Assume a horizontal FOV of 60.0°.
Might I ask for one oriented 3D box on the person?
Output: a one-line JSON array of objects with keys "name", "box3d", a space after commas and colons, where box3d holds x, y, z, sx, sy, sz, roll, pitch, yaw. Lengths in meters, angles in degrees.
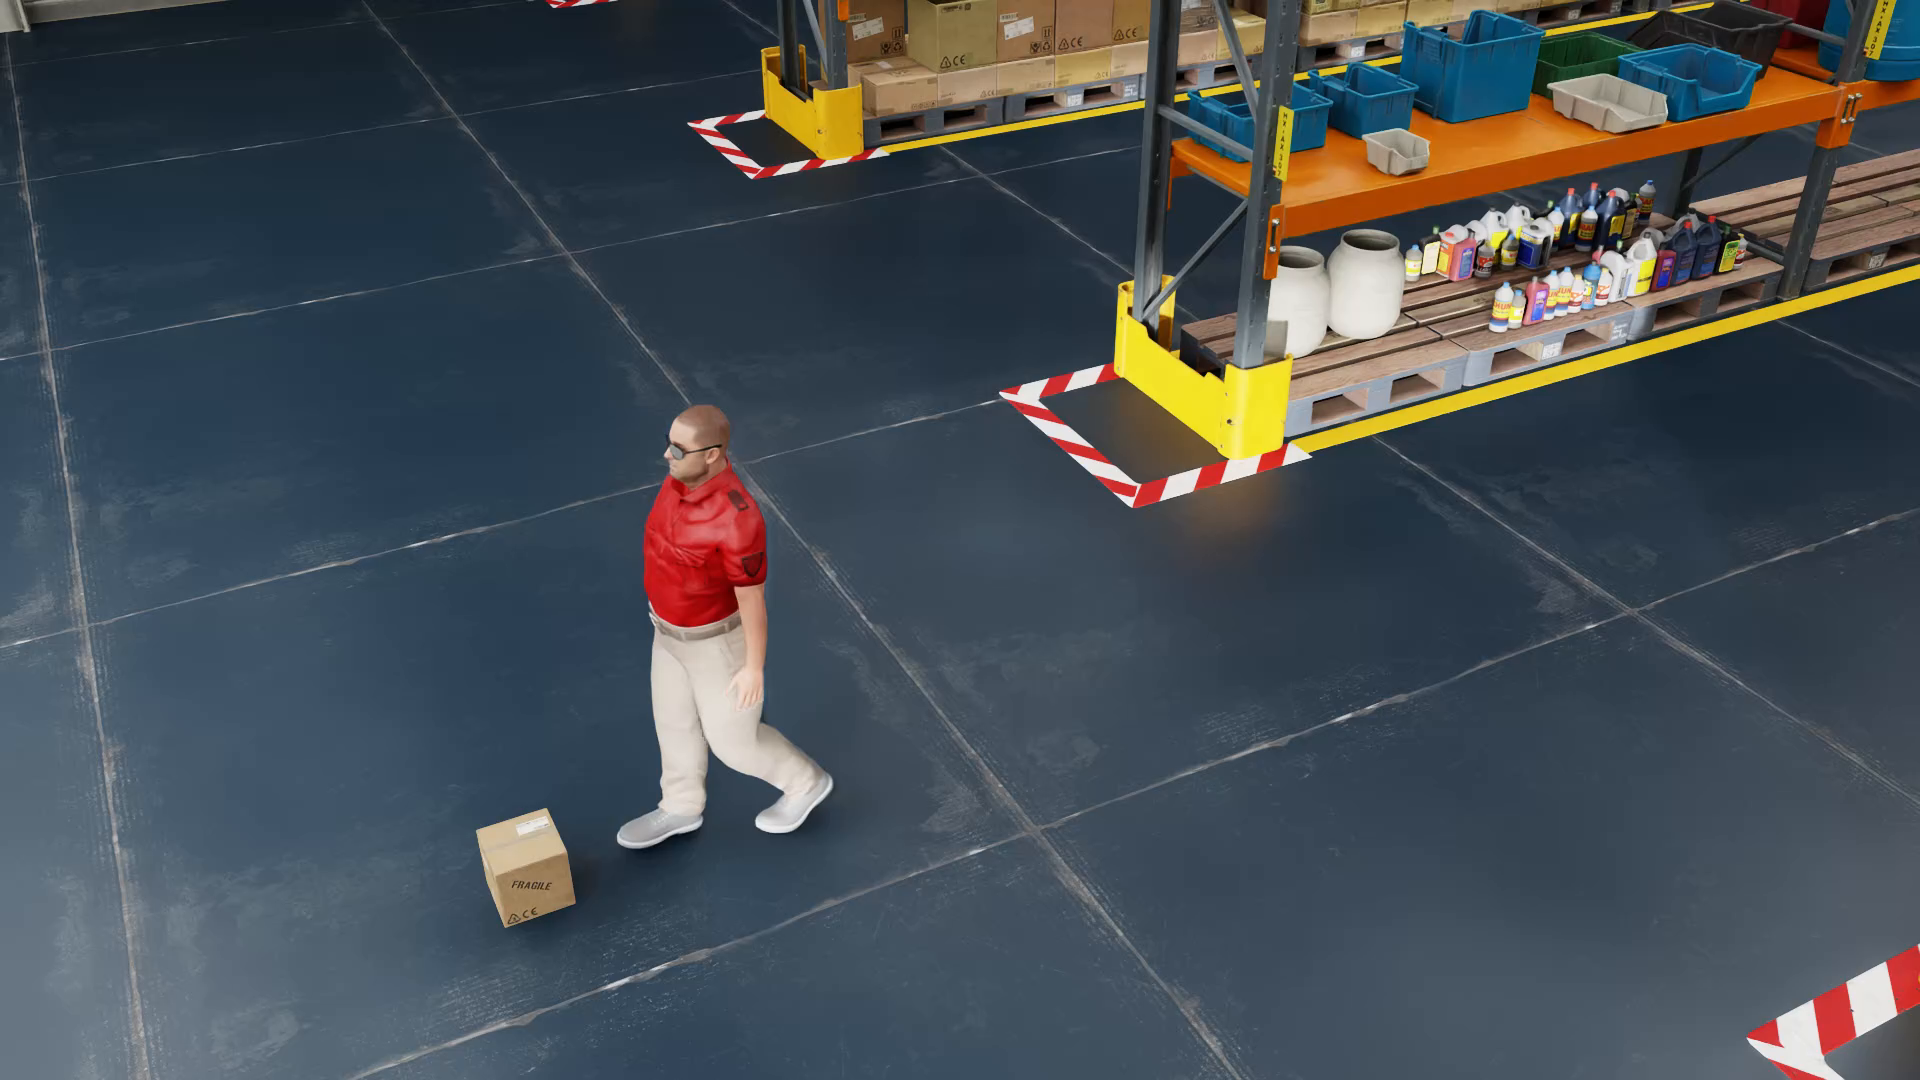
[{"name": "person", "box3d": [-1.071, 0.413, 5.552, 0.456, 1.808, 0.568, -21, 38, -29]}]
